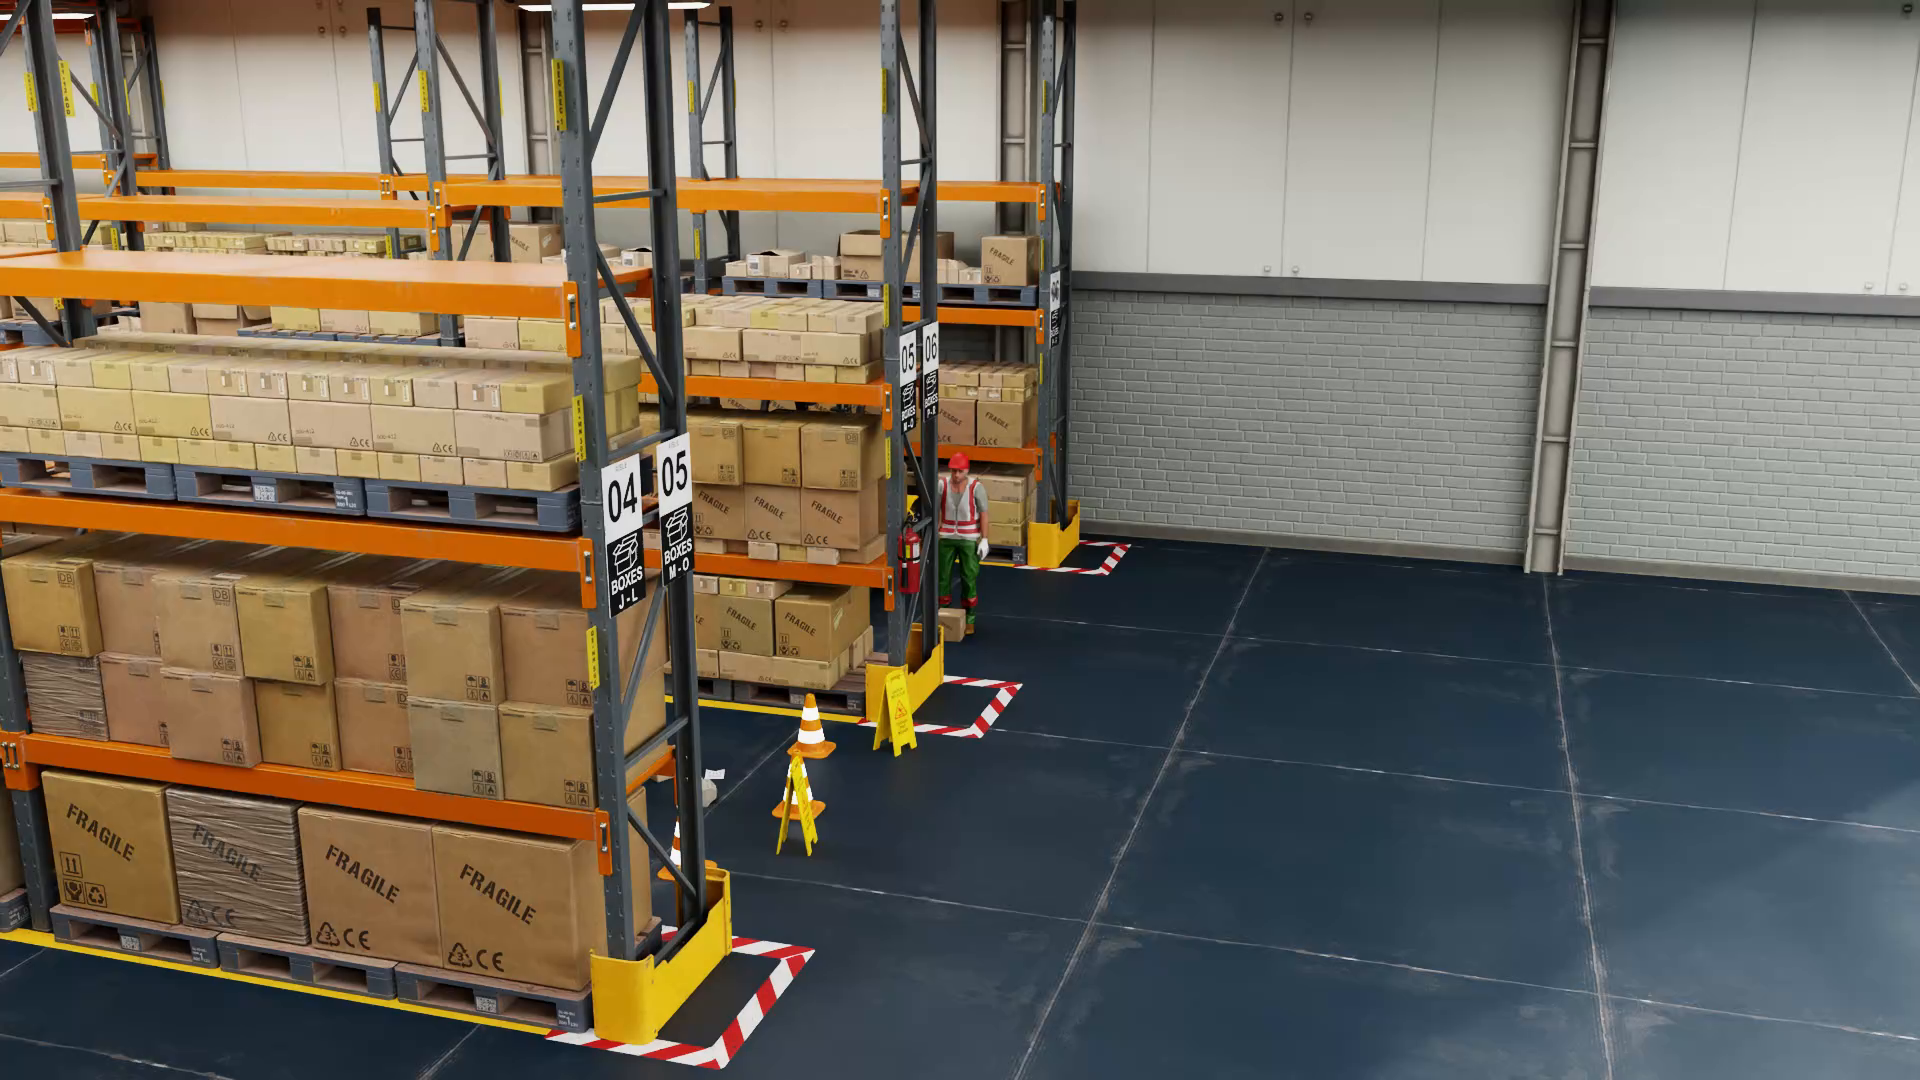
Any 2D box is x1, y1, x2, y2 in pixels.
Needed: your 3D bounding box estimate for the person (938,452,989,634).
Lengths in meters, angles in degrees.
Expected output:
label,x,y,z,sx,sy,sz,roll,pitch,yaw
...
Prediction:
label,x,y,z,sx,sy,sz,roll,pitch,yaw
person,-0.021,0.019,15.918,0.612,1.778,0.451,3,15,13
